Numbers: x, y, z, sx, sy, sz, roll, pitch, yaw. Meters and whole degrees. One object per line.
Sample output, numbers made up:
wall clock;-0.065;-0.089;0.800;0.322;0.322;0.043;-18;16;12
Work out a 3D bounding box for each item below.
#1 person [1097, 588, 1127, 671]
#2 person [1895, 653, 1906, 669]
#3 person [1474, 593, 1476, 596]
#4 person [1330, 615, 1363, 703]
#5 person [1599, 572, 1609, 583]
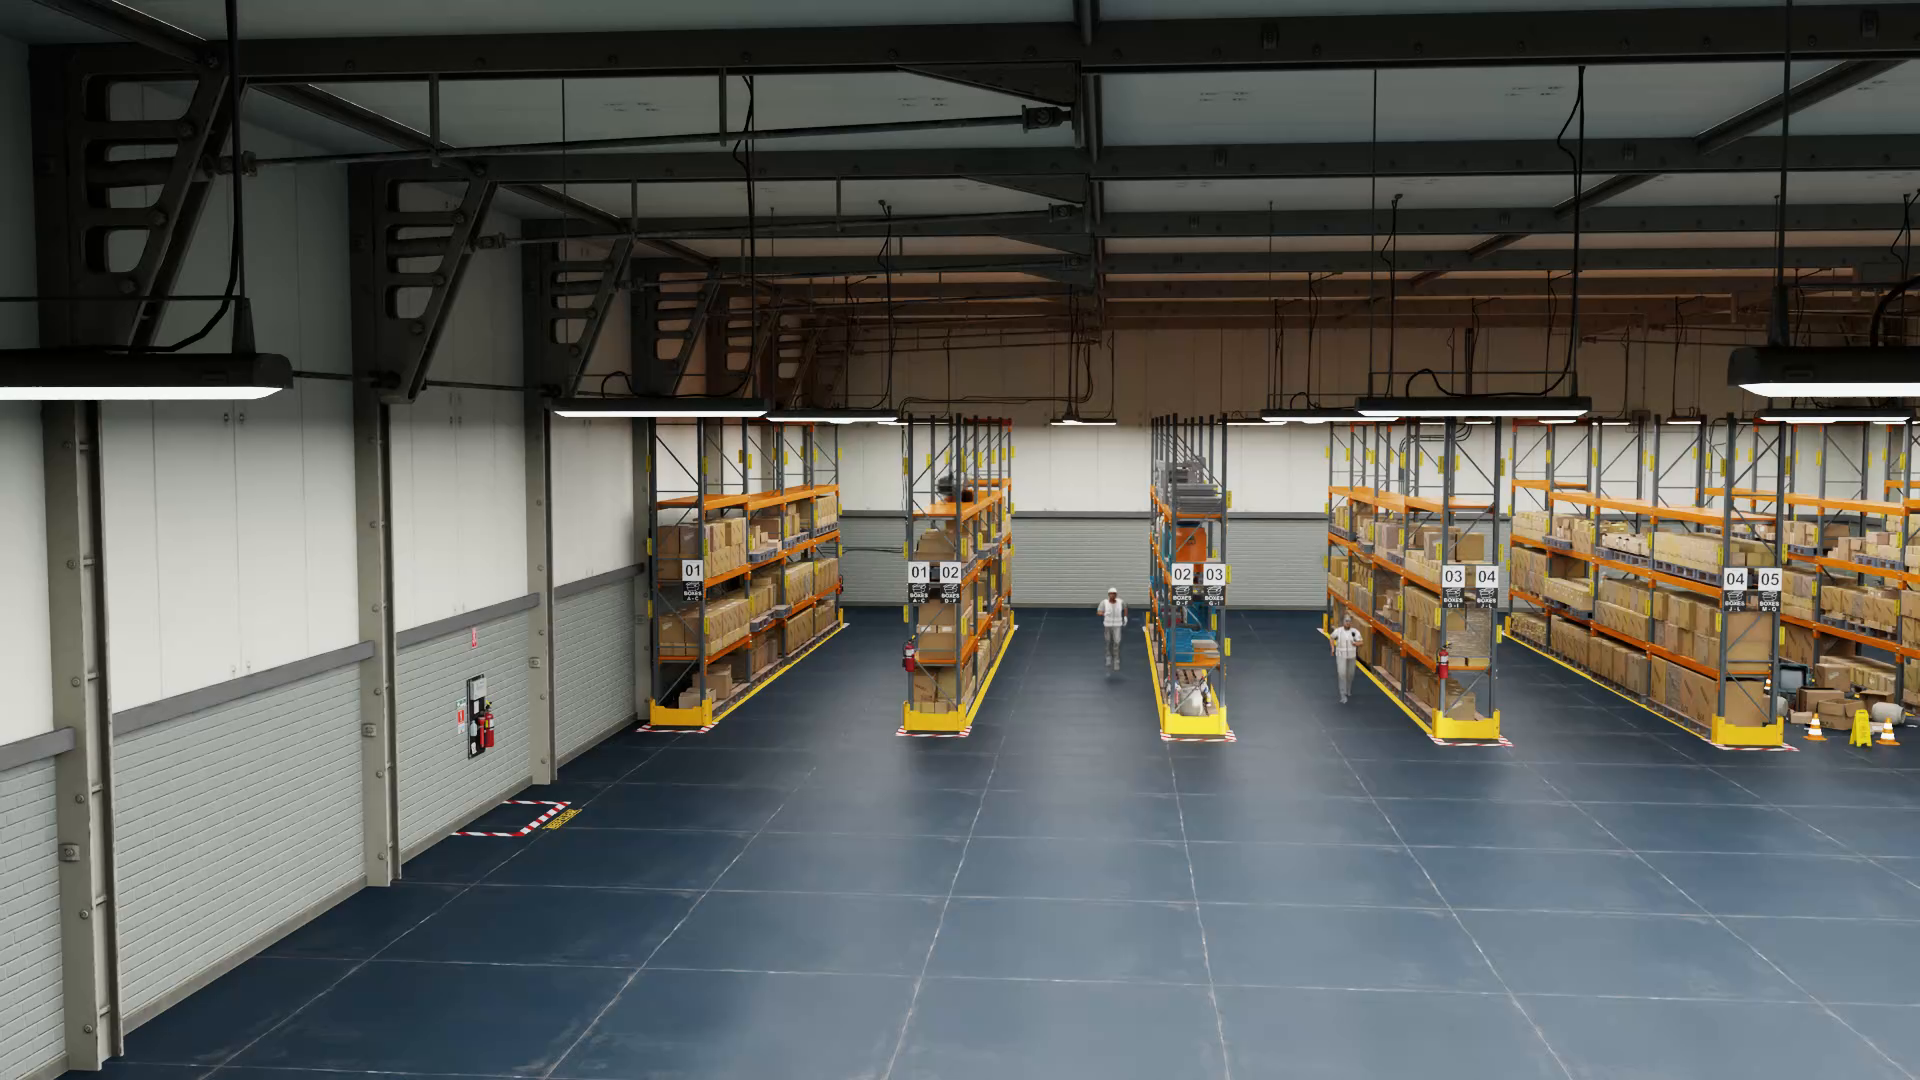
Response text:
person;3.471;2.008;37.923;0.713;1.860;0.781;0;4;2
person;21.738;2.287;38.398;0.556;1.746;0.813;0;4;0
person;13.486;2.017;43.249;0.514;1.631;0.653;0;4;3
person;8.140;2.461;35.008;0.656;1.796;0.954;0;4;4
person;18.595;1.715;47.743;0.666;1.627;0.595;-1;4;-19
